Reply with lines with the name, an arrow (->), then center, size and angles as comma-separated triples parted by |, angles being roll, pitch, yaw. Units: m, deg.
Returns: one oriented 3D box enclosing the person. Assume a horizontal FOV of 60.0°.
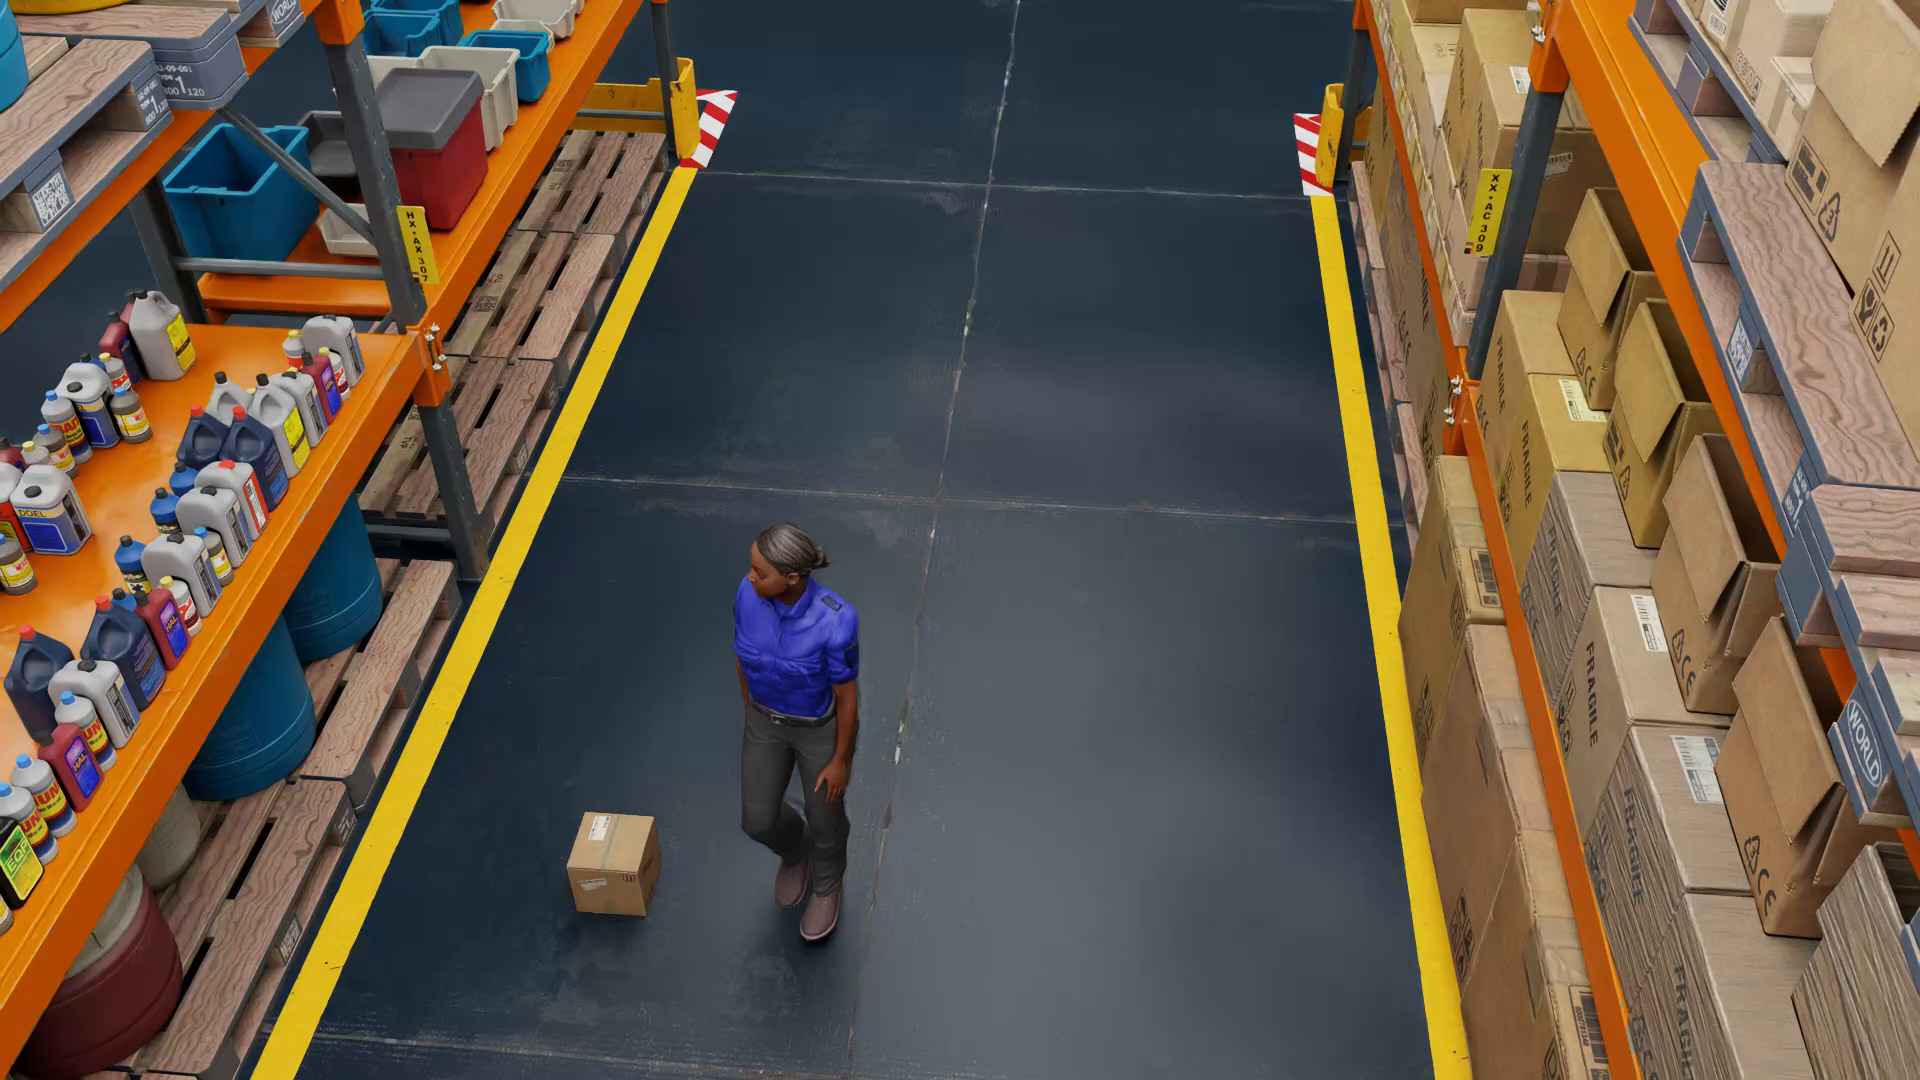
person -> -0.537, 0.646, 5.399 | 0.457, 1.709, 0.389 | 14, 42, 16
